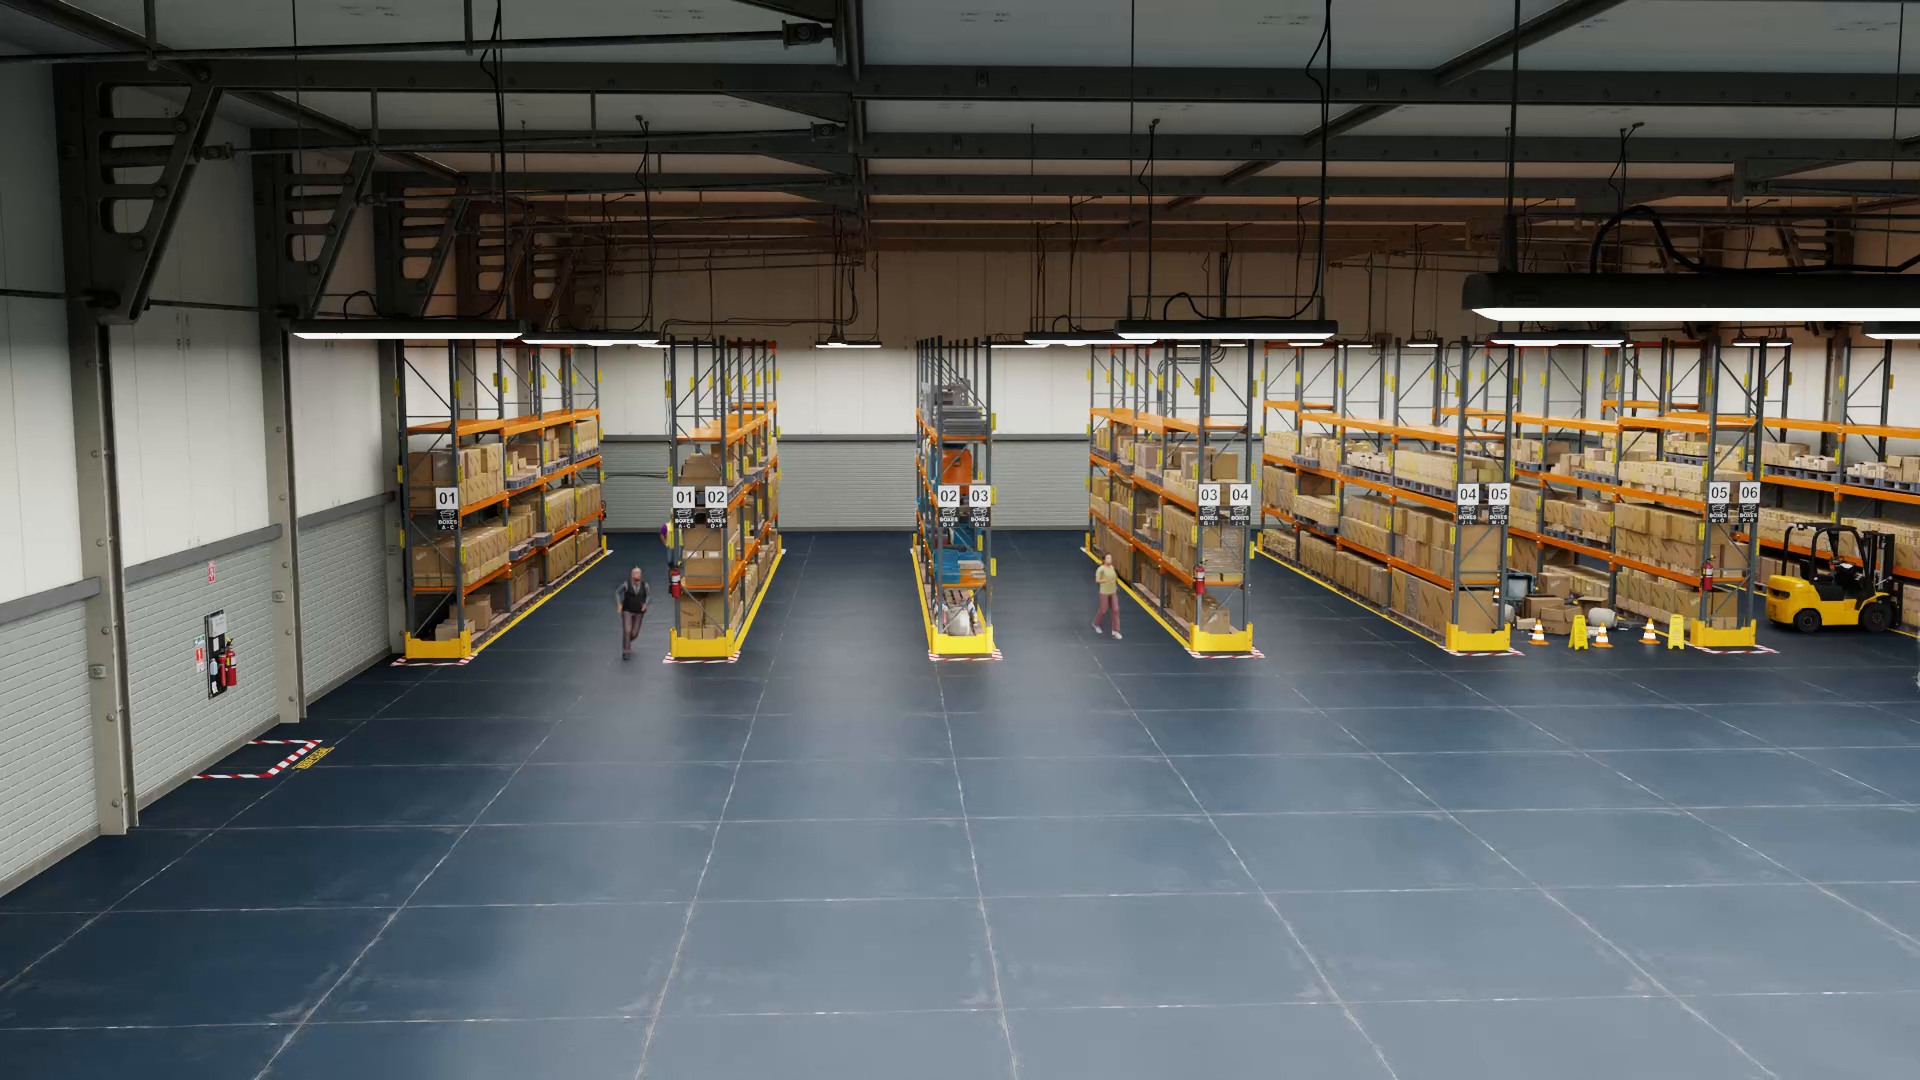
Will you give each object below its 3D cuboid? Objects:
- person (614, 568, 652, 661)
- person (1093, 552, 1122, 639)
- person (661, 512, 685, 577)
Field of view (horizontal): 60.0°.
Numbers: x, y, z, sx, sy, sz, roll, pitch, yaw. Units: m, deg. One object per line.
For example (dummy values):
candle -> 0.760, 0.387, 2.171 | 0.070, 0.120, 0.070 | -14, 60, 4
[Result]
person -> -6.123, 1.364, 31.204 | 0.698, 1.686, 0.774 | -3, 7, -22
person -> 2.950, 1.088, 33.304 | 0.569, 1.685, 0.884 | -3, 7, -28
person -> -7.125, 0.154, 41.530 | 0.698, 1.718, 0.606 | -1, 7, -8
